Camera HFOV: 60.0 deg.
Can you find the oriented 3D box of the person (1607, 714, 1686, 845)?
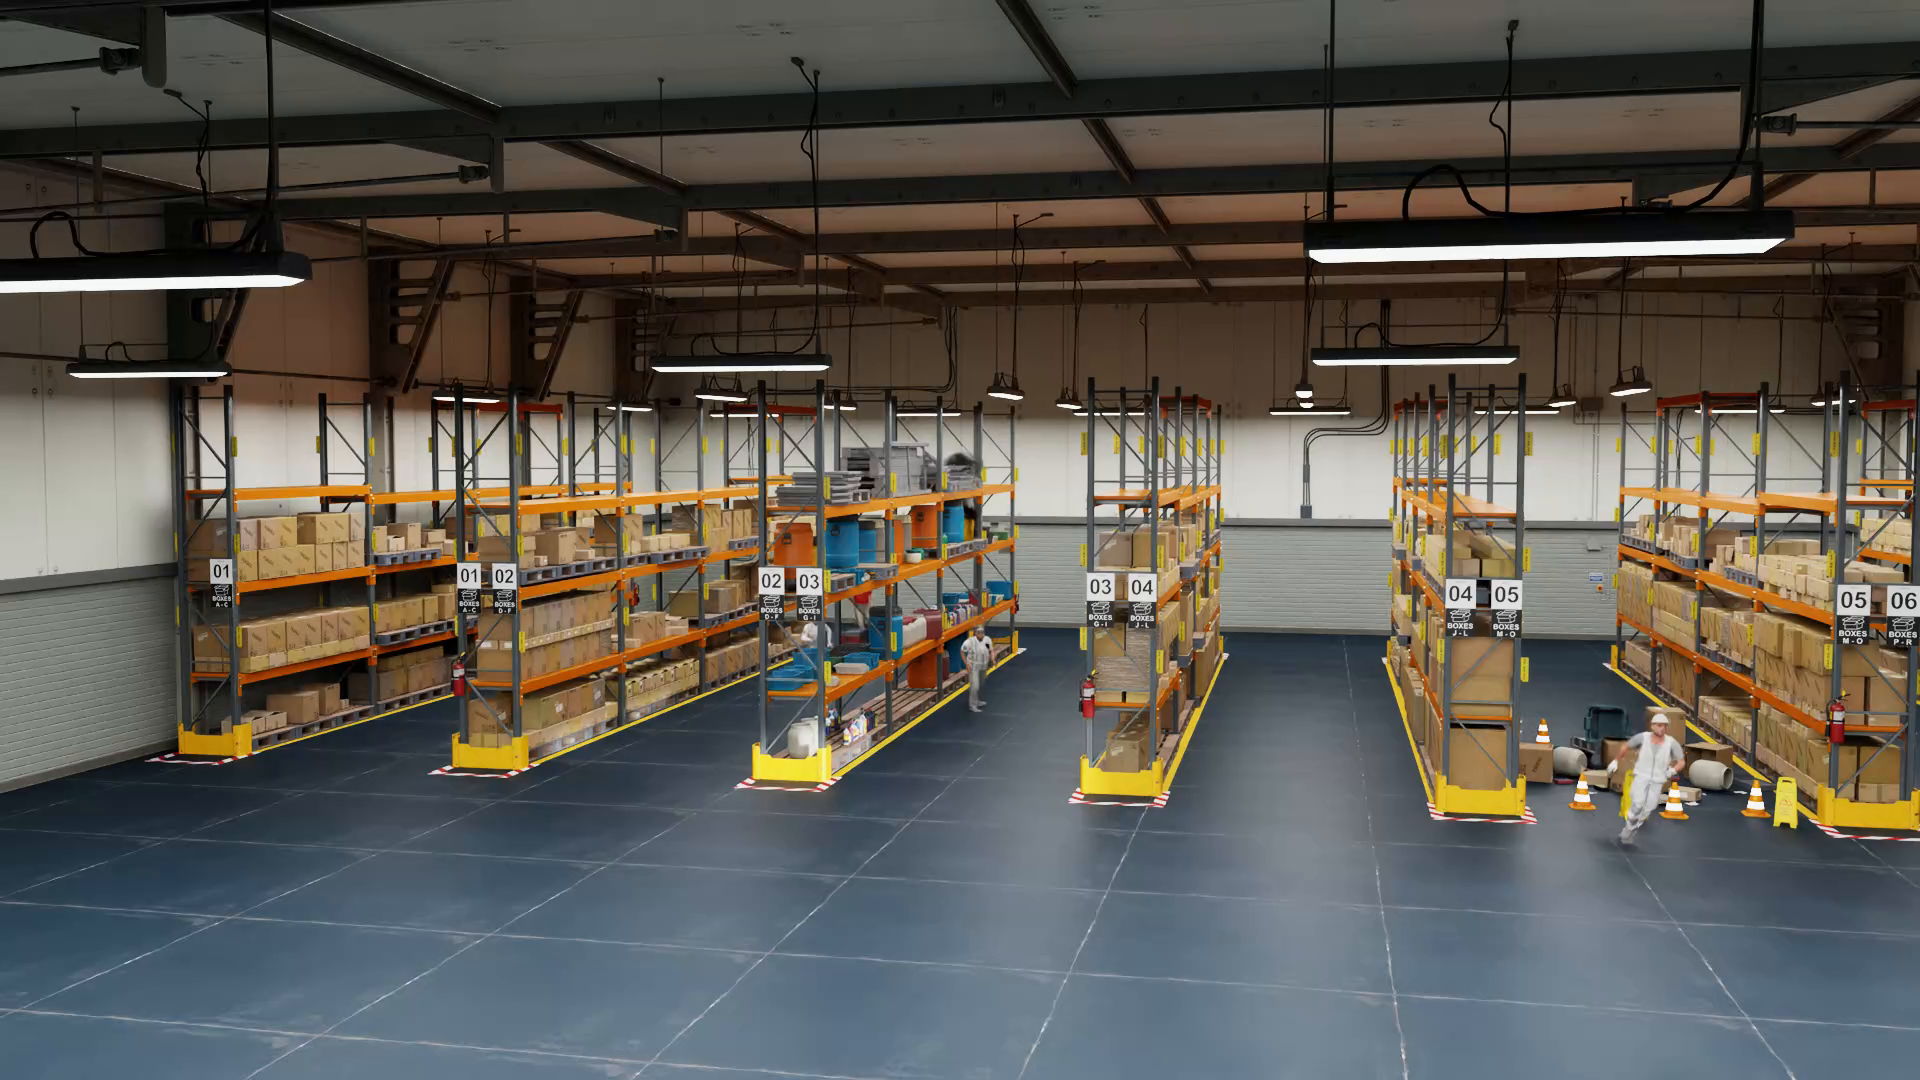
[{"bbox_3d":[8.609,3.004,20.792,0.843,1.691,0.719,0,3,8],"label":"person"}]

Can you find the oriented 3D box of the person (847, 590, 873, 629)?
[{"bbox_3d":[-2.575,1.760,43.023,0.684,1.683,0.616,-1,3,-17],"label":"person"}]

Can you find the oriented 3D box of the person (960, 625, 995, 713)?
[{"bbox_3d":[0.345,2.409,31.515,0.729,1.690,0.912,-2,4,-32],"label":"person"}]

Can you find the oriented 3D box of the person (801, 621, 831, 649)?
[{"bbox_3d":[-2.956,2.256,34.354,0.575,1.660,0.864,0,3,3],"label":"person"}]
